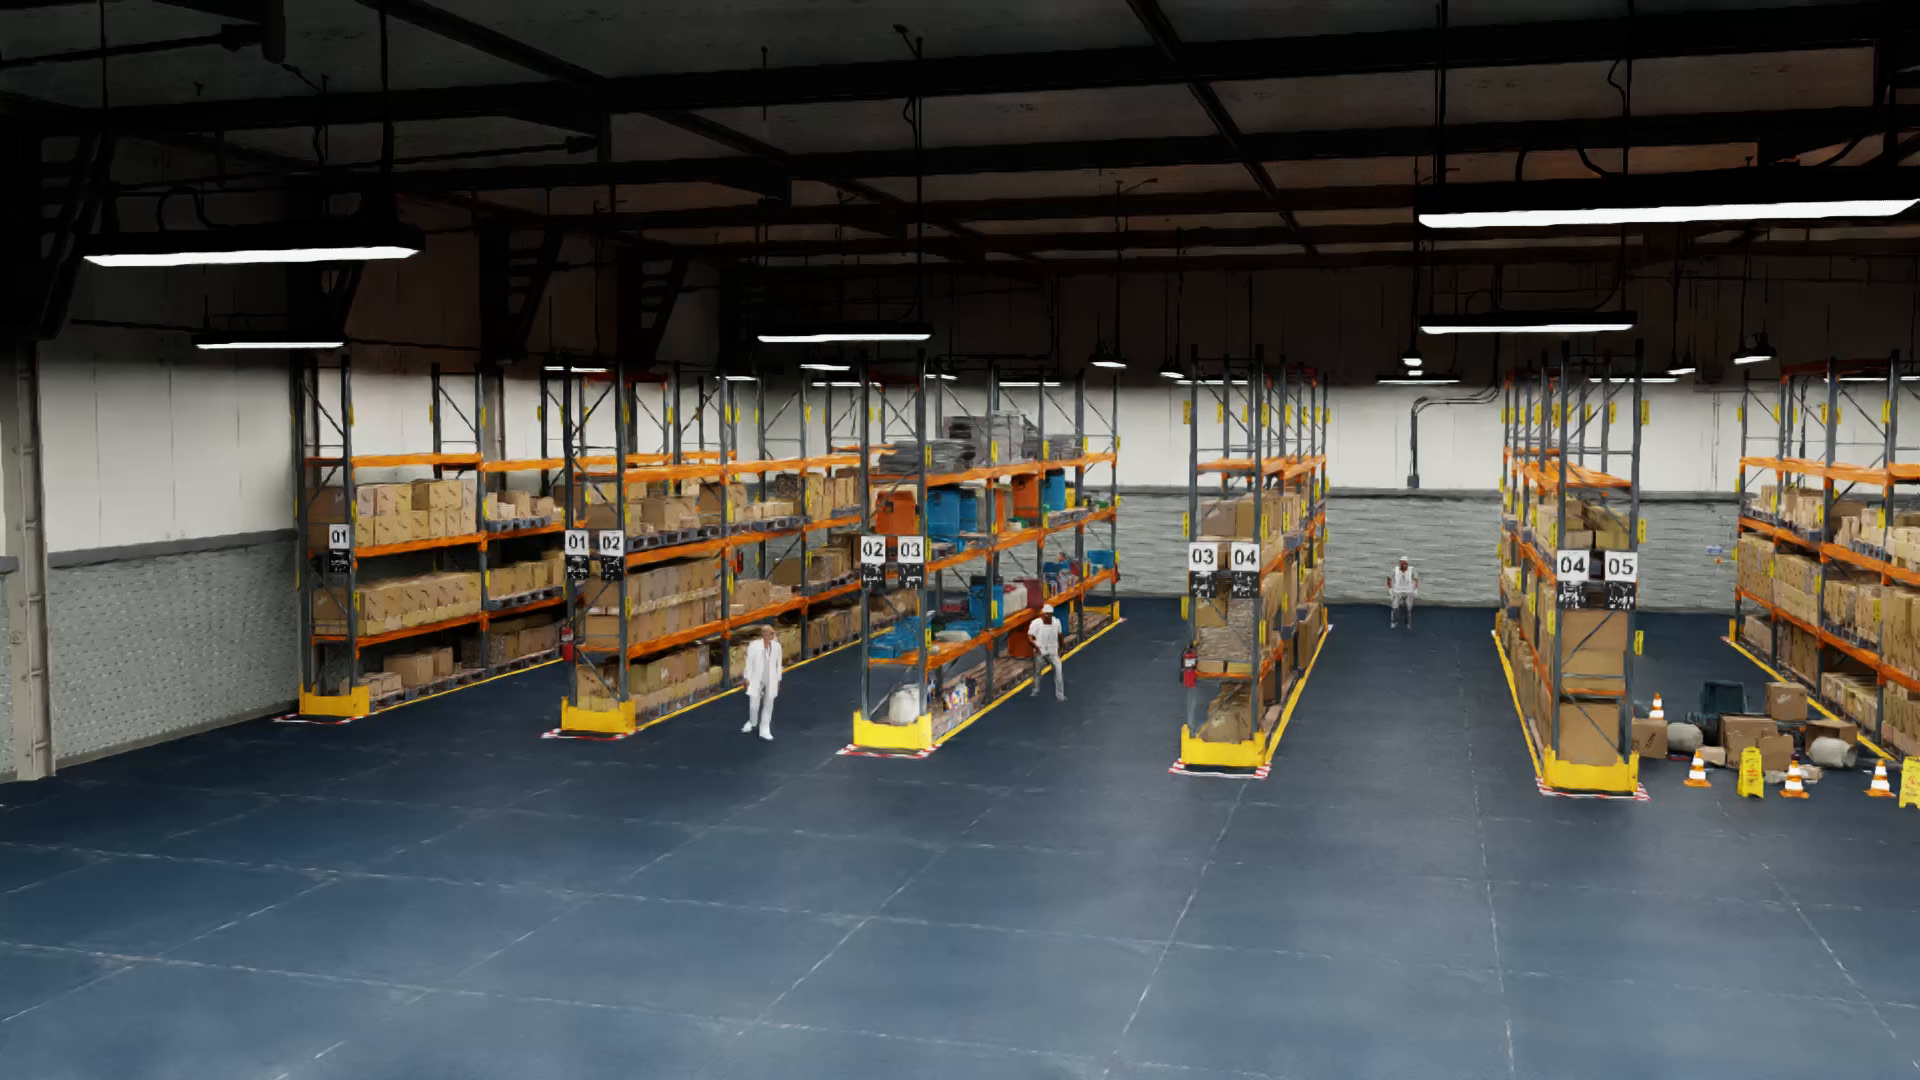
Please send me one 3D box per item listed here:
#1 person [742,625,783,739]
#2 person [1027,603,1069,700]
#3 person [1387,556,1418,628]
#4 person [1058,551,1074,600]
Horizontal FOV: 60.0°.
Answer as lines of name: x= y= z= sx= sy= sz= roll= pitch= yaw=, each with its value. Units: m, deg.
person: x=-3.075 y=2.184 z=25.847 sx=0.627 sy=1.772 sz=0.594 roll=-2 pitch=5 yaw=-19
person: x=1.516 y=1.950 z=29.262 sx=0.703 sy=1.699 sz=0.813 roll=-1 pitch=4 yaw=-7
person: x=10.376 y=1.223 z=38.973 sx=0.702 sy=1.735 sz=0.549 roll=1 pitch=4 yaw=14
person: x=2.568 y=1.081 z=41.612 sx=0.904 sy=1.599 sz=0.532 roll=-4 pitch=6 yaw=-42
